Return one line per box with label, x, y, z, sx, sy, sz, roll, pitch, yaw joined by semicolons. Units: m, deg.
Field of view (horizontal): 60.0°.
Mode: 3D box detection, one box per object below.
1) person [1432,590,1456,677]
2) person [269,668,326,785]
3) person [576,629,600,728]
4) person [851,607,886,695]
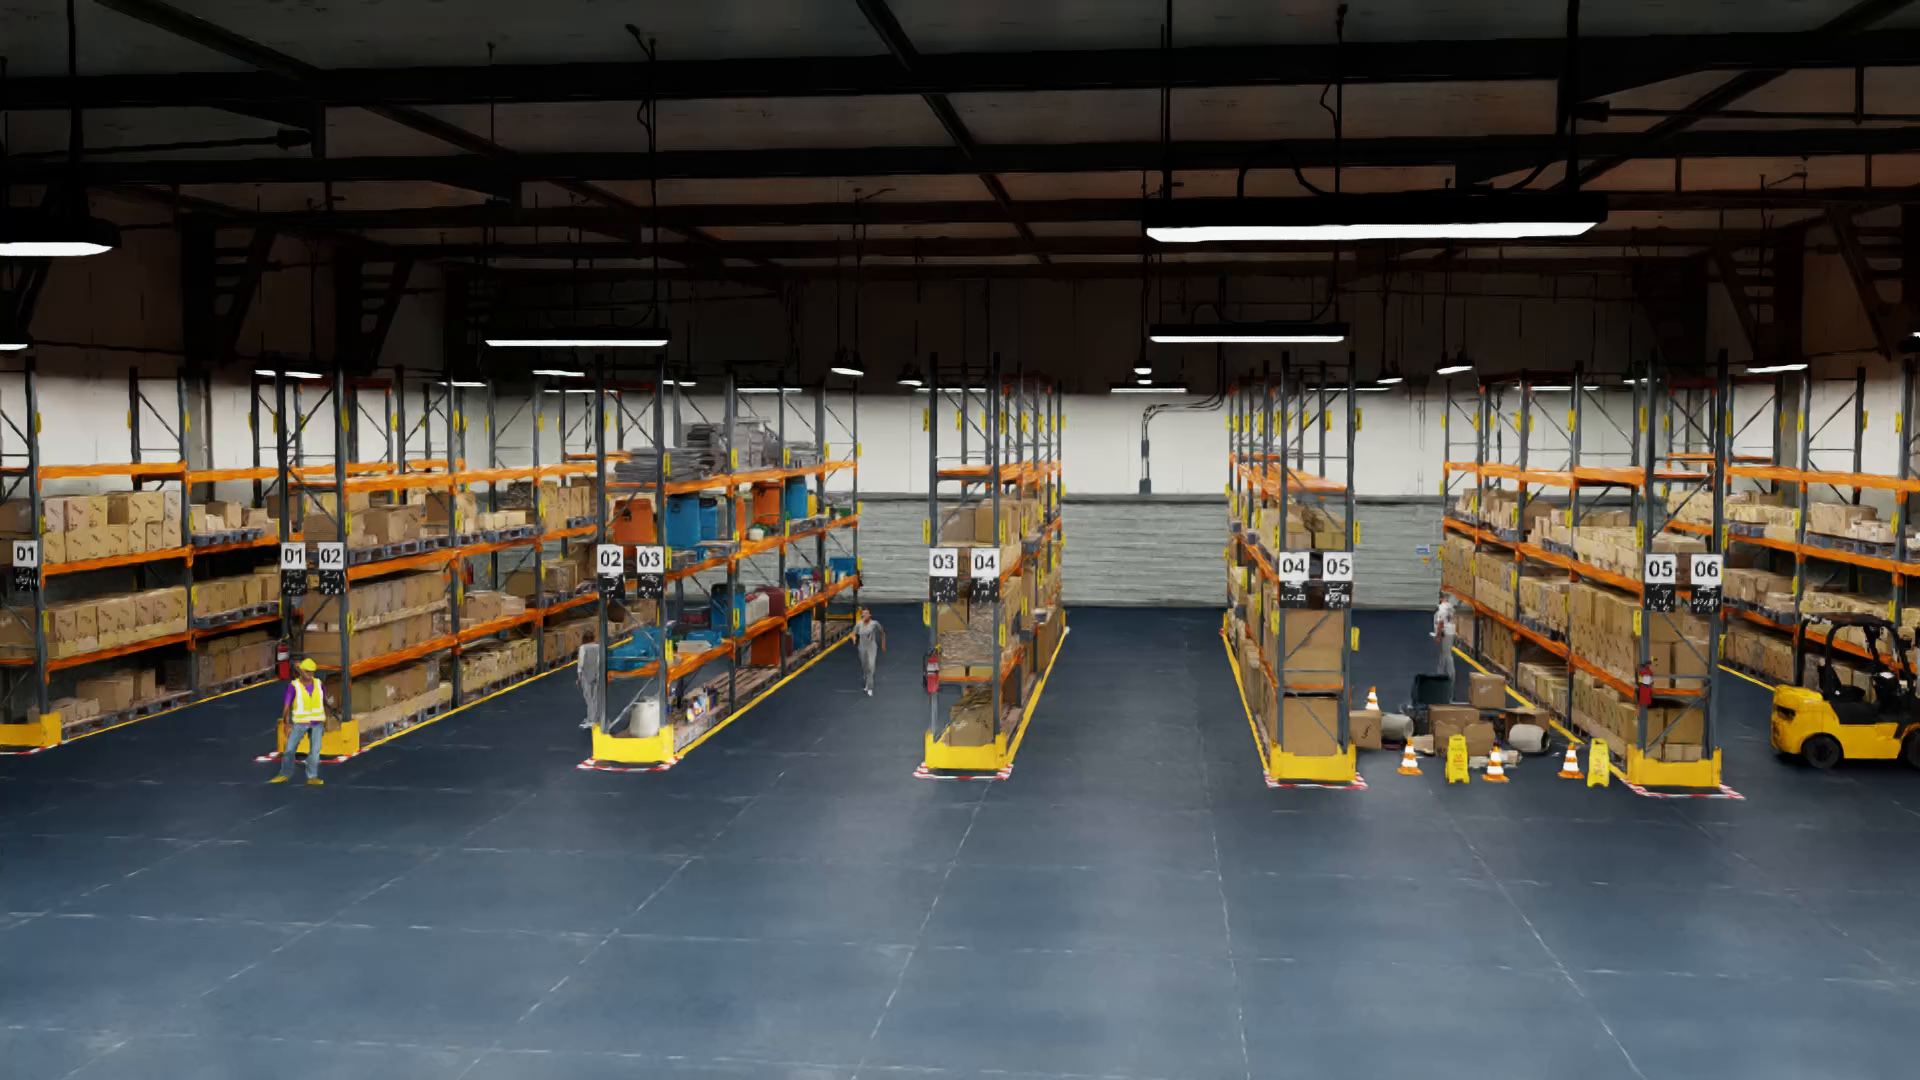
person;9.395;1.806;32.215;0.421;1.682;0.643;2;5;29
person;-9.108;2.527;22.889;0.747;1.723;0.479;-3;5;-36
person;-6.082;2.263;27.349;0.498;1.597;0.501;3;5;37
person;-1.707;2.023;30.777;0.589;1.600;0.820;1;4;12
